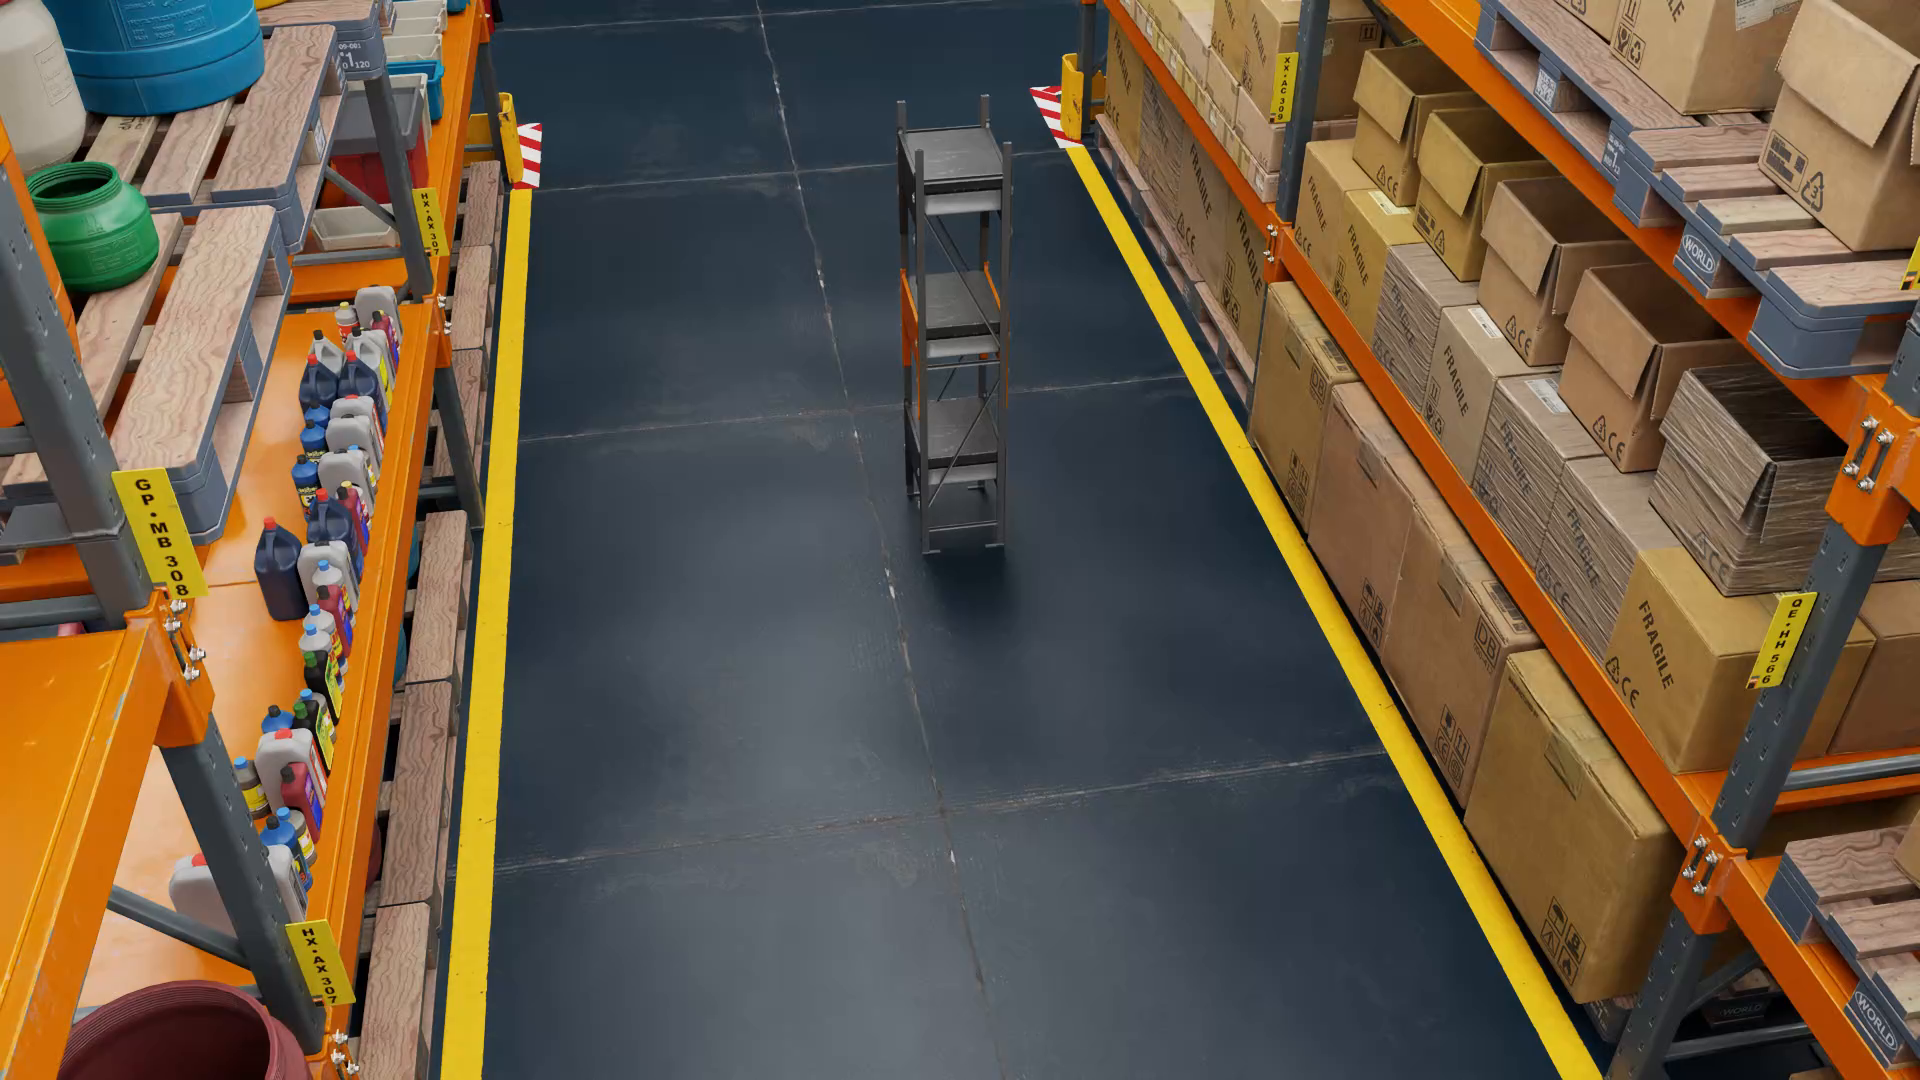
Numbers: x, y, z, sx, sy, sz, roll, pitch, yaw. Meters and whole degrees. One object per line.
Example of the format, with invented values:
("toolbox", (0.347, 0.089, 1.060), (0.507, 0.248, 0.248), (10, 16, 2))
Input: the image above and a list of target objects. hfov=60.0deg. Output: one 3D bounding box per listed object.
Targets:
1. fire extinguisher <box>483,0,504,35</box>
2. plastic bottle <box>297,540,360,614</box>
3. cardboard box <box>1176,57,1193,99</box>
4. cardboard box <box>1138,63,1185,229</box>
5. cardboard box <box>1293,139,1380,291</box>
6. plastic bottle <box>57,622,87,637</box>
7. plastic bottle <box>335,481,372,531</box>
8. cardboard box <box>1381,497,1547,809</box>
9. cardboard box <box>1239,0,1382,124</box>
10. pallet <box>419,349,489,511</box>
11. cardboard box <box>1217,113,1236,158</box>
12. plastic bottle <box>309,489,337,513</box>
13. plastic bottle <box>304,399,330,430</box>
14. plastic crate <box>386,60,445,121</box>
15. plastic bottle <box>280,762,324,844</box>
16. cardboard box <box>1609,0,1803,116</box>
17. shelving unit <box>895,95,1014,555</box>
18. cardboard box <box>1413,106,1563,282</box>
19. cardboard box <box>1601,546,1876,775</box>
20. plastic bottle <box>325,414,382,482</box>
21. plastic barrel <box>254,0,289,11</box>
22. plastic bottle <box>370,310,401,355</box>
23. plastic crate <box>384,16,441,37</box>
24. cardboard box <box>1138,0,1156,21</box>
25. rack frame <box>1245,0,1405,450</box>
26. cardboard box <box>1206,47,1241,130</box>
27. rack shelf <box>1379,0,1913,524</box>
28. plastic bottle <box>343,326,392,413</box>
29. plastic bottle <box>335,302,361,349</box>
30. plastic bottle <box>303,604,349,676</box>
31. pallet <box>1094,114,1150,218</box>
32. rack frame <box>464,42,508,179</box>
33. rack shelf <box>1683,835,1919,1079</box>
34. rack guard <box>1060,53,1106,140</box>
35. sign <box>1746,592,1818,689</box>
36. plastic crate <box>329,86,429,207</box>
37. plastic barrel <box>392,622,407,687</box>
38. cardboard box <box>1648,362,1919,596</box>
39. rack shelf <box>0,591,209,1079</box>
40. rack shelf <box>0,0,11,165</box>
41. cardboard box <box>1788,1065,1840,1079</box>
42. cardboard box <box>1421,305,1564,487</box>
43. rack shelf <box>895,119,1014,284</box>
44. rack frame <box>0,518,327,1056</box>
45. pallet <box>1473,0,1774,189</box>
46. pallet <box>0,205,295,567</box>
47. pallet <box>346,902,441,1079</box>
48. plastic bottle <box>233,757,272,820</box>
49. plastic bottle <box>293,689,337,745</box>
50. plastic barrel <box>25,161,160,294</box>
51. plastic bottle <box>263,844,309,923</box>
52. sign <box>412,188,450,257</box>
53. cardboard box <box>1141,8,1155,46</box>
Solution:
("fire extinguisher", (-3.133, -3.596, 10.700), (0.296, 0.674, 0.183), (-6, 38, -8))
("plastic bottle", (-2.152, 0.114, 5.660), (0.152, 0.276, 0.135), (-6, 38, -8))
("cardboard box", (1.422, -2.576, 9.226), (0.380, 0.149, 0.250), (-7, 38, -9))
("cardboard box", (1.673, -2.566, 10.397), (0.875, 0.875, 0.875), (-6, 38, -8))
("cardboard box", (1.858, -1.485, 7.535), (0.500, 0.500, 0.500), (-6, 38, -8))
("plastic bottle", (-2.843, 0.356, 5.342), (0.061, 0.283, 0.133), (-6, 38, -8))
("plastic bottle", (-2.201, -0.122, 6.024), (0.097, 0.201, 0.097), (0, 38, 0))
("cardboard box", (2.476, 0.381, 6.605), (1.225, 0.875, 0.875), (-6, 38, -8))
("cardboard box", (1.680, -2.354, 8.003), (0.500, 0.500, 0.500), (-5, 38, -7))
("pallet", (-3.020, -0.556, 8.694), (1.003, 0.211, 1.213), (-6, 38, -8))
("cardboard box", (1.558, -2.111, 8.626), (0.380, 0.149, 0.250), (-7, 38, -9))
("plastic bottle", (-2.238, -0.063, 5.891), (0.097, 0.271, 0.097), (0, 38, 0))
("plastic bottle", (-2.432, -0.414, 6.342), (0.097, 0.271, 0.097), (0, 38, 0))
("plastic crate", (-2.941, -2.378, 8.854), (0.416, 0.233, 0.300), (-6, 38, -8))
("plastic bottle", (-1.922, 0.745, 4.841), (0.061, 0.283, 0.133), (-6, 38, -8))
("cardboard box", (2.309, -1.597, 4.892), (0.500, 0.500, 0.500), (-4, 38, -6))
("shelving unit", (-0.029, -0.929, 7.634), (0.431, 2.100, 0.503), (-6, 38, -8))
("cardboard box", (2.253, -1.385, 6.589), (0.797, 0.503, 0.637), (-6, 38, -7))
("cardboard box", (2.395, 0.355, 5.167), (0.500, 0.500, 0.500), (-5, 38, -7))
("plastic bottle", (-2.289, -0.359, 6.268), (0.152, 0.276, 0.135), (-6, 38, -8))
("plastic barrel", (-2.493, -2.113, 5.484), (0.600, 0.588, 0.600), (0, 38, 0))
("plastic bottle", (-2.418, -0.869, 6.985), (0.097, 0.201, 0.097), (0, 38, 0))
("plastic crate", (-3.196, -2.904, 9.608), (0.396, 0.136, 0.243), (-6, 38, -8))
("cardboard box", (1.323, -3.288, 9.818), (0.500, 0.250, 0.500), (-7, 38, -9))
("rack frame", (2.024, -1.750, 7.958), (1.000, 3.000, 0.127), (-6, 38, -8))
("cardboard box", (1.595, -2.359, 8.622), (0.500, 0.250, 0.500), (-5, 38, -7))
("rack shelf", (2.374, -1.443, 5.703), (1.077, 0.370, 4.000), (-6, 38, -8))
("plastic bottle", (-2.369, -0.678, 6.618), (0.144, 0.351, 0.185), (-6, 38, -8))
("plastic bottle", (-2.585, -0.911, 7.040), (0.097, 0.201, 0.097), (0, 38, 0))
("plastic bottle", (-2.064, 0.322, 5.396), (0.097, 0.271, 0.097), (0, 38, 0))
("pallet", (1.540, -2.591, 11.313), (1.003, 0.211, 1.213), (-6, 38, -8))
("rack frame", (-3.554, -3.634, 10.382), (1.000, 3.000, 0.127), (-6, 38, -8))
("rack shelf", (3.076, 2.158, 3.514), (1.077, 0.370, 4.000), (-6, 38, -8))
("rack guard", (1.318, -3.194, 11.853), (1.175, 0.500, 0.348), (-6, 38, -8))
("sign", (2.179, 0.270, 4.414), (0.100, 0.325, 0.005), (-6, 38, -8))
("plastic crate", (-2.762, -1.833, 7.963), (0.402, 0.464, 0.583), (-6, 38, -8))
("plastic barrel", (-2.650, 0.203, 6.811), (0.600, 0.901, 0.708), (-6, 38, -8))
("cardboard box", (2.613, -0.213, 5.080), (0.797, 0.503, 0.637), (-5, 38, -6))
("rack shelf", (-1.801, 1.506, 1.908), (1.077, 0.370, 4.000), (-6, 38, -8))
("rack shelf", (-2.502, -1.937, 4.220), (1.077, 0.370, 4.000), (-6, 38, -8))
("cardboard box", (2.862, 1.882, 4.962), (0.700, 0.500, 0.500), (-8, 39, -10))
("cardboard box", (2.130, -0.568, 6.354), (0.500, 0.500, 0.500), (-6, 38, -7))
("rack shelf", (-0.029, -1.471, 7.213), (0.431, 0.518, 0.480), (-6, 38, -8))
("rack frame", (-2.151, 1.198, 4.162), (1.000, 3.000, 0.127), (-6, 38, -8))
("pallet", (2.361, -1.503, 5.348), (1.003, 0.211, 1.213), (-5, 38, -6))
("pallet", (-2.189, -0.384, 3.908), (1.003, 0.211, 1.213), (-6, 38, -8))
("pallet", (-2.330, 1.828, 5.625), (1.003, 0.211, 1.213), (-6, 38, -8))
("plastic bottle", (-2.109, 0.726, 4.932), (0.097, 0.201, 0.097), (0, 38, 0))
("plastic bottle", (-2.007, 0.548, 5.162), (0.097, 0.201, 0.097), (0, 38, 0))
("plastic barrel", (-2.111, -0.755, 4.017), (0.294, 0.245, 0.294), (0, 38, 0))
("plastic bottle", (-1.909, 0.951, 4.582), (0.152, 0.276, 0.135), (-6, 38, -8))
("sign", (-2.311, -1.385, 7.262), (0.100, 0.325, 0.005), (-6, 38, -8))
("cardboard box", (1.288, -3.041, 9.824), (0.380, 0.149, 0.250), (-7, 38, -8))
